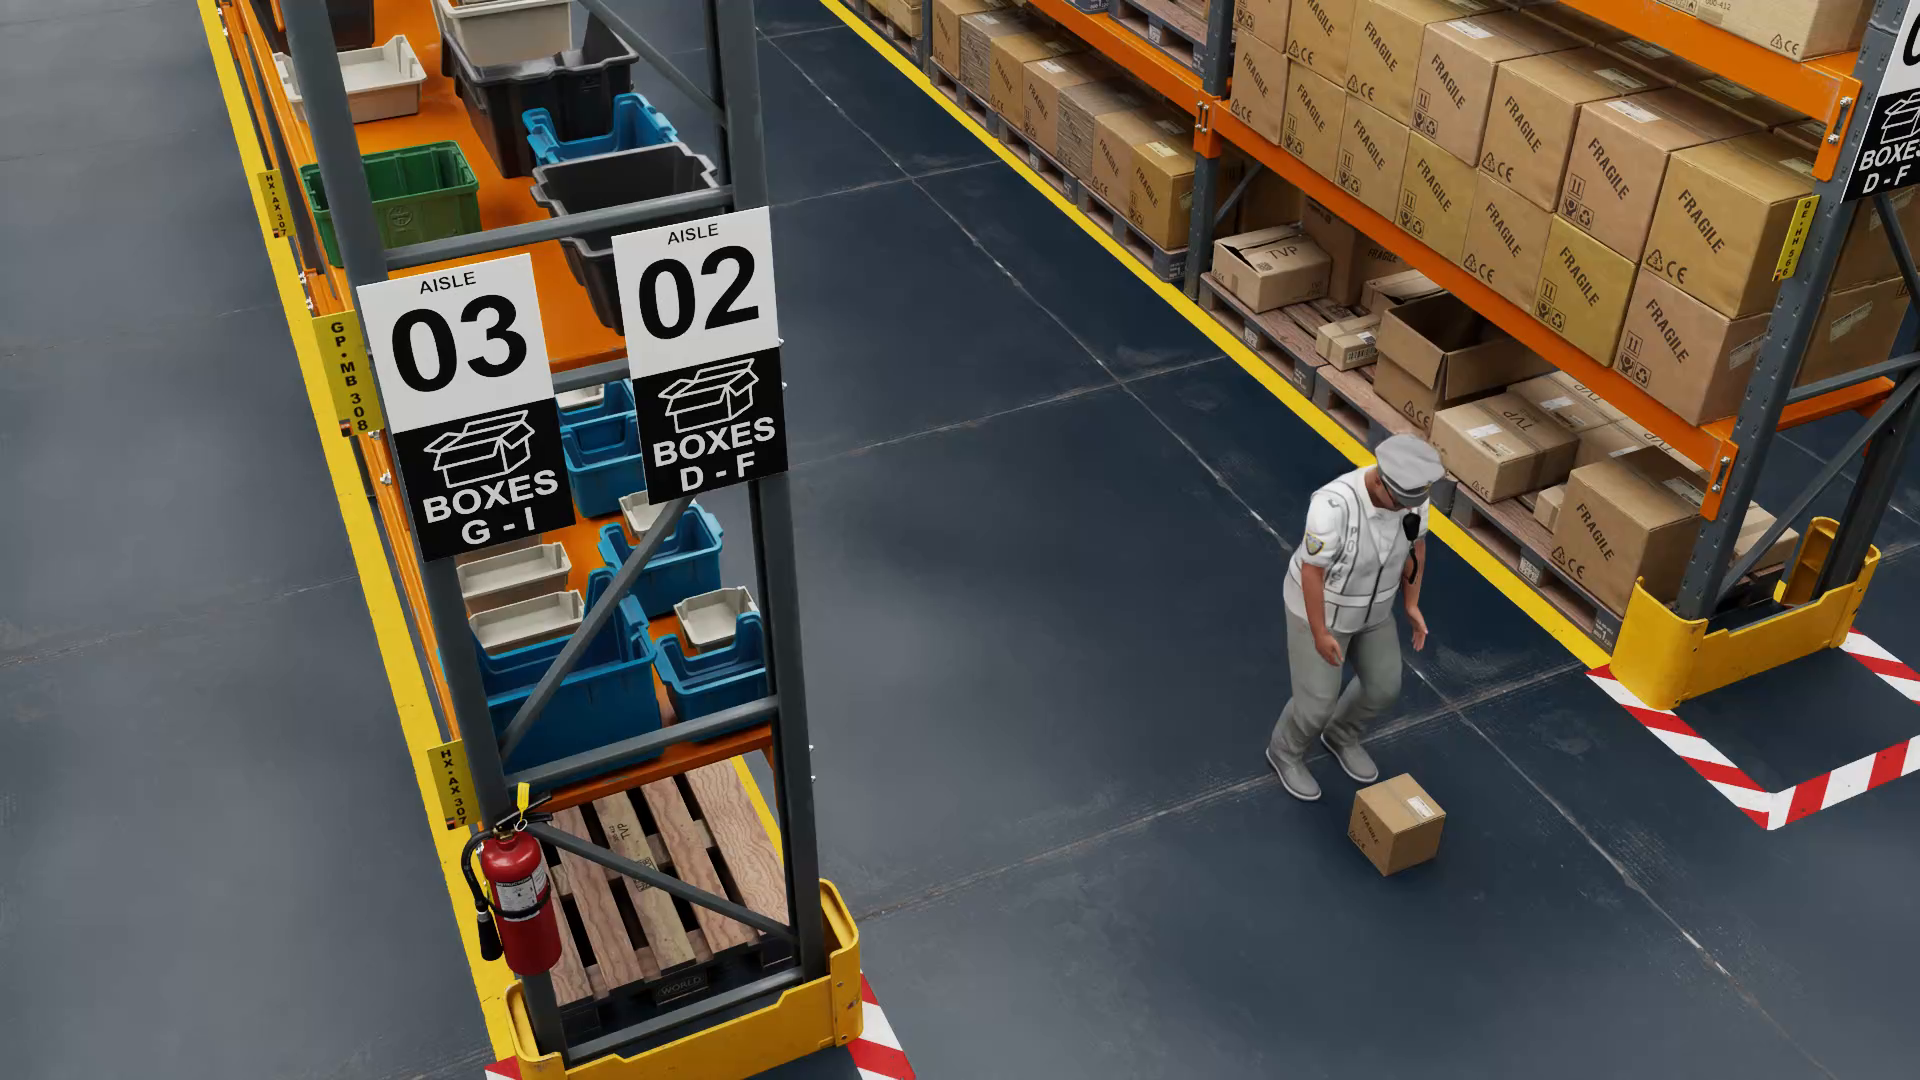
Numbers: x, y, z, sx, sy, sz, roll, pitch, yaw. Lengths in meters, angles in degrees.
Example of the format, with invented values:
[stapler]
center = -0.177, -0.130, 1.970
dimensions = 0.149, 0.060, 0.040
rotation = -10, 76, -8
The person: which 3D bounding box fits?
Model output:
[person]
center = 1.550, 0.282, 6.539
dimensions = 0.561, 1.690, 0.517
rotation = -15, 39, -19
